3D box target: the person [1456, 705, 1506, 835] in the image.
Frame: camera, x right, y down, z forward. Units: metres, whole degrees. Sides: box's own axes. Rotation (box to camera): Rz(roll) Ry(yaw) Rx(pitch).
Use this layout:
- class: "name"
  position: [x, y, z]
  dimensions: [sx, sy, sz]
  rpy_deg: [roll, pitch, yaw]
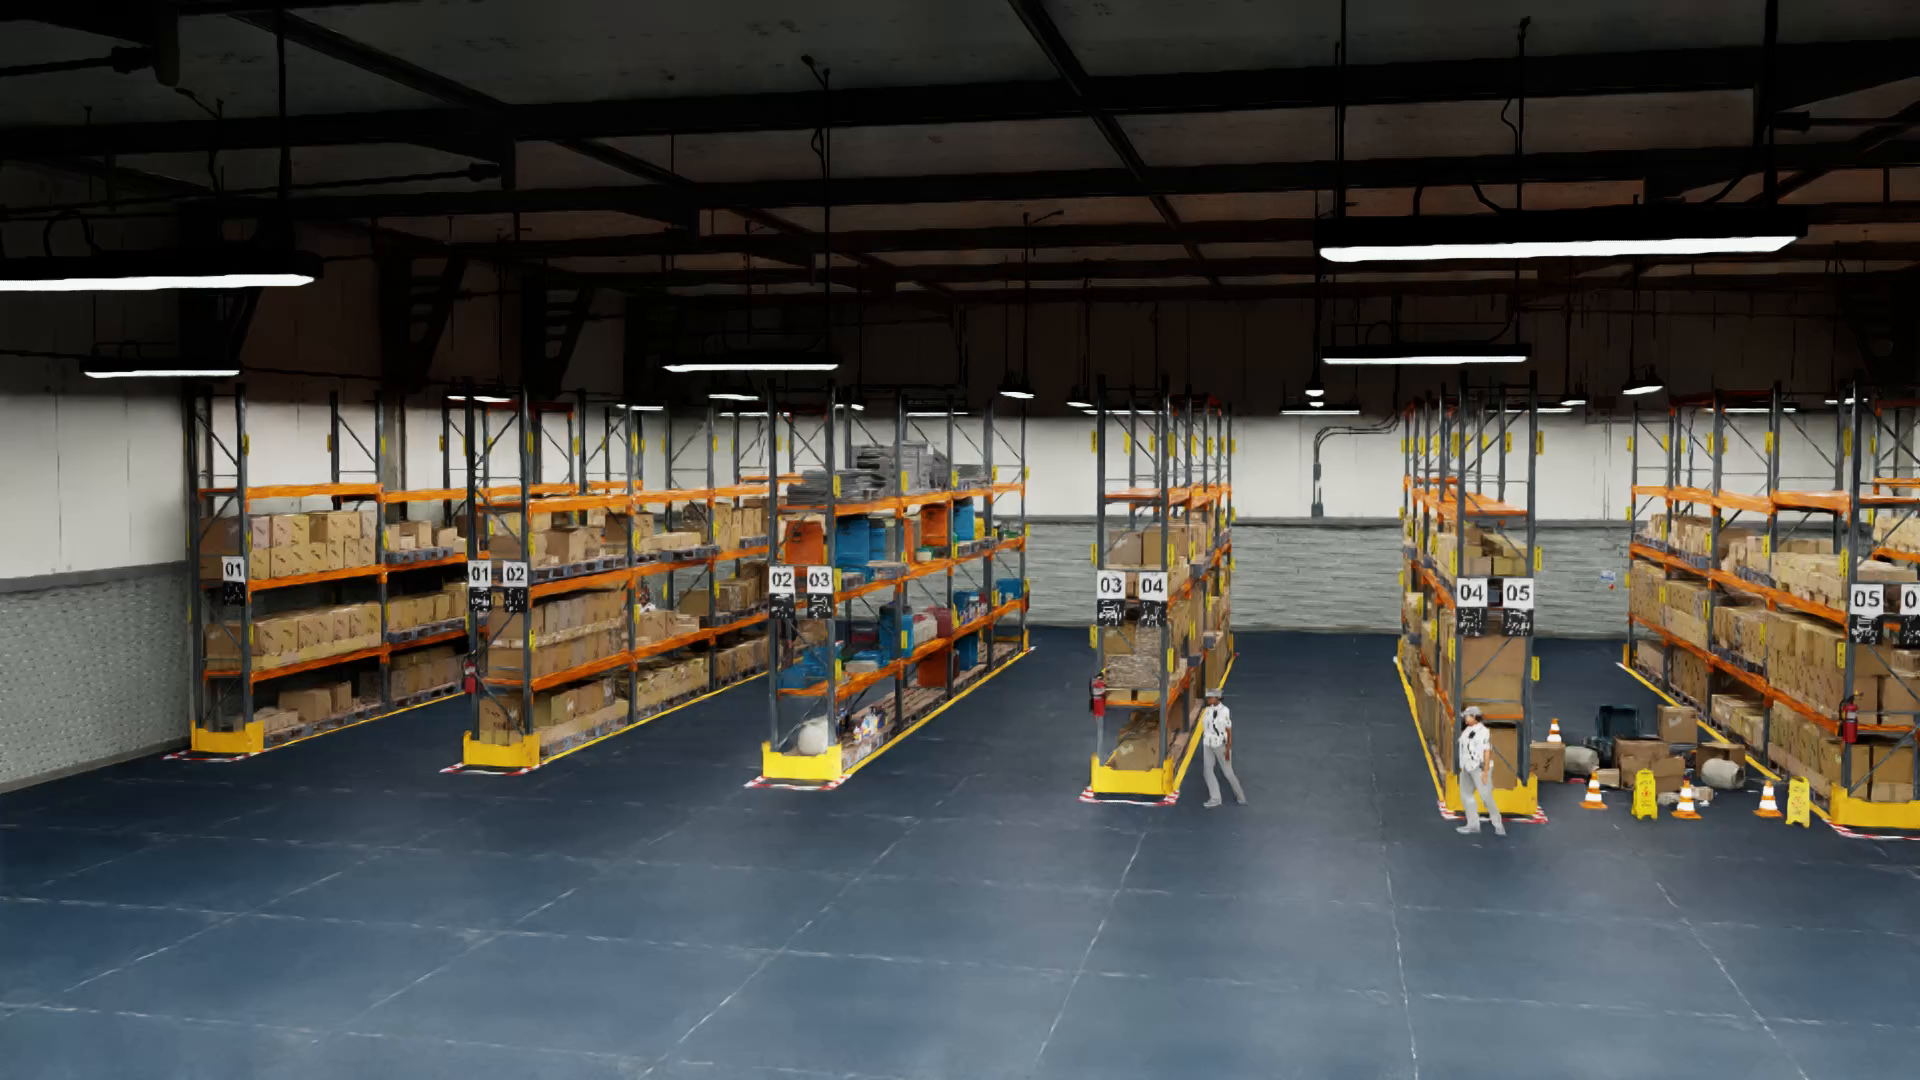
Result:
- class: "person"
  position: [6.722, 2.958, 21.447]
  dimensions: [0.551, 1.654, 0.597]
  rpy_deg: [-1, 3, -16]

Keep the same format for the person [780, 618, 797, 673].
- class: "person"
  position: [-3.576, 2.115, 35.138]
  dimensions: [0.463, 1.731, 0.598]
  rpy_deg: [0, 3, -8]

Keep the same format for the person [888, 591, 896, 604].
- class: "person"
  position: [-1.494, 1.964, 39.082]
  dimensions: [0.447, 1.574, 1.088]
  rpy_deg: [1, 3, 15]

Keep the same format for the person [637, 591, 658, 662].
- class: "person"
  position: [-7.071, 1.998, 37.480]
  dimensions: [0.554, 1.712, 1.022]
  rpy_deg: [1, 3, 11]

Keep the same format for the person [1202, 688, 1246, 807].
- class: "person"
  position: [3.657, 2.859, 23.060]
  dimensions: [0.608, 1.652, 0.544]
  rpy_deg: [-3, 4, -39]
